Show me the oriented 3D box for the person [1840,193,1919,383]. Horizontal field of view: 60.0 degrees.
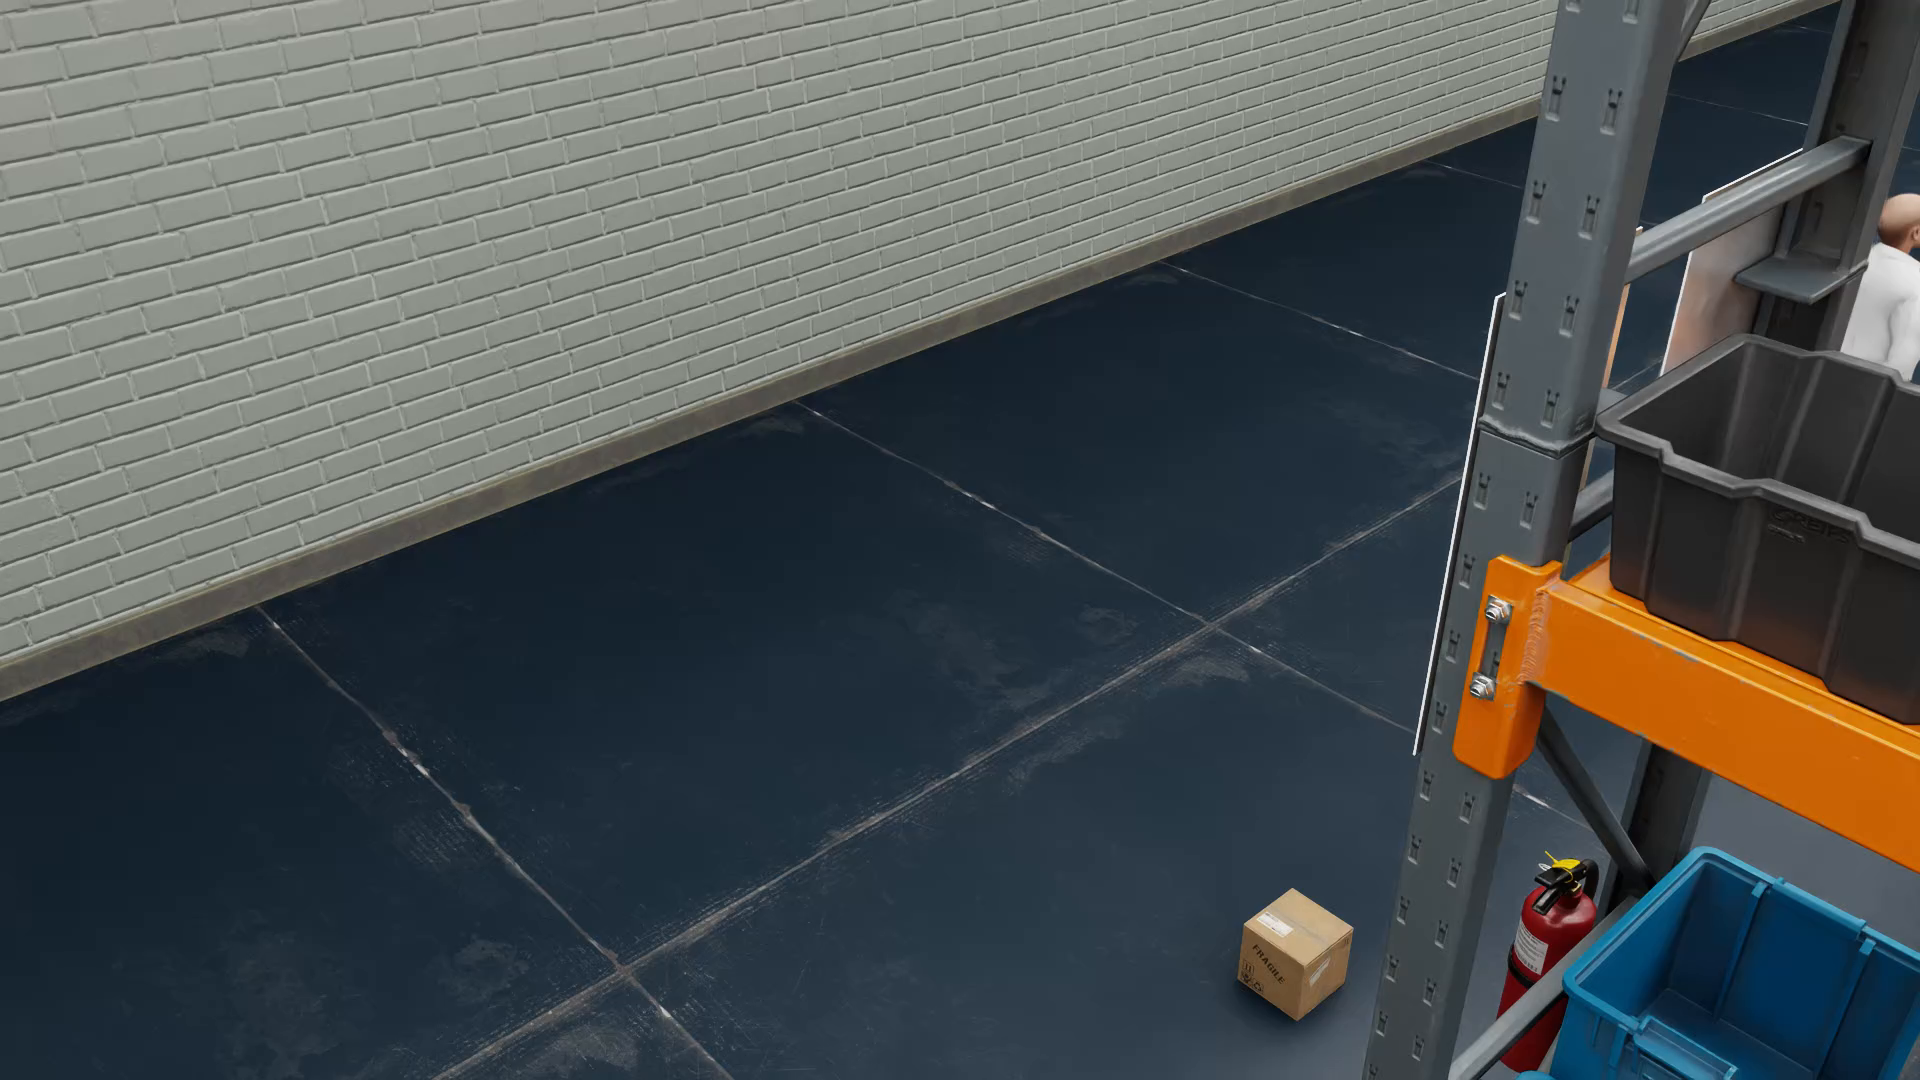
[{"bbox_3d":[3.992,-0.708,7.283,1.045,1.732,0.569,-18,36,-27],"label":"person"}]
